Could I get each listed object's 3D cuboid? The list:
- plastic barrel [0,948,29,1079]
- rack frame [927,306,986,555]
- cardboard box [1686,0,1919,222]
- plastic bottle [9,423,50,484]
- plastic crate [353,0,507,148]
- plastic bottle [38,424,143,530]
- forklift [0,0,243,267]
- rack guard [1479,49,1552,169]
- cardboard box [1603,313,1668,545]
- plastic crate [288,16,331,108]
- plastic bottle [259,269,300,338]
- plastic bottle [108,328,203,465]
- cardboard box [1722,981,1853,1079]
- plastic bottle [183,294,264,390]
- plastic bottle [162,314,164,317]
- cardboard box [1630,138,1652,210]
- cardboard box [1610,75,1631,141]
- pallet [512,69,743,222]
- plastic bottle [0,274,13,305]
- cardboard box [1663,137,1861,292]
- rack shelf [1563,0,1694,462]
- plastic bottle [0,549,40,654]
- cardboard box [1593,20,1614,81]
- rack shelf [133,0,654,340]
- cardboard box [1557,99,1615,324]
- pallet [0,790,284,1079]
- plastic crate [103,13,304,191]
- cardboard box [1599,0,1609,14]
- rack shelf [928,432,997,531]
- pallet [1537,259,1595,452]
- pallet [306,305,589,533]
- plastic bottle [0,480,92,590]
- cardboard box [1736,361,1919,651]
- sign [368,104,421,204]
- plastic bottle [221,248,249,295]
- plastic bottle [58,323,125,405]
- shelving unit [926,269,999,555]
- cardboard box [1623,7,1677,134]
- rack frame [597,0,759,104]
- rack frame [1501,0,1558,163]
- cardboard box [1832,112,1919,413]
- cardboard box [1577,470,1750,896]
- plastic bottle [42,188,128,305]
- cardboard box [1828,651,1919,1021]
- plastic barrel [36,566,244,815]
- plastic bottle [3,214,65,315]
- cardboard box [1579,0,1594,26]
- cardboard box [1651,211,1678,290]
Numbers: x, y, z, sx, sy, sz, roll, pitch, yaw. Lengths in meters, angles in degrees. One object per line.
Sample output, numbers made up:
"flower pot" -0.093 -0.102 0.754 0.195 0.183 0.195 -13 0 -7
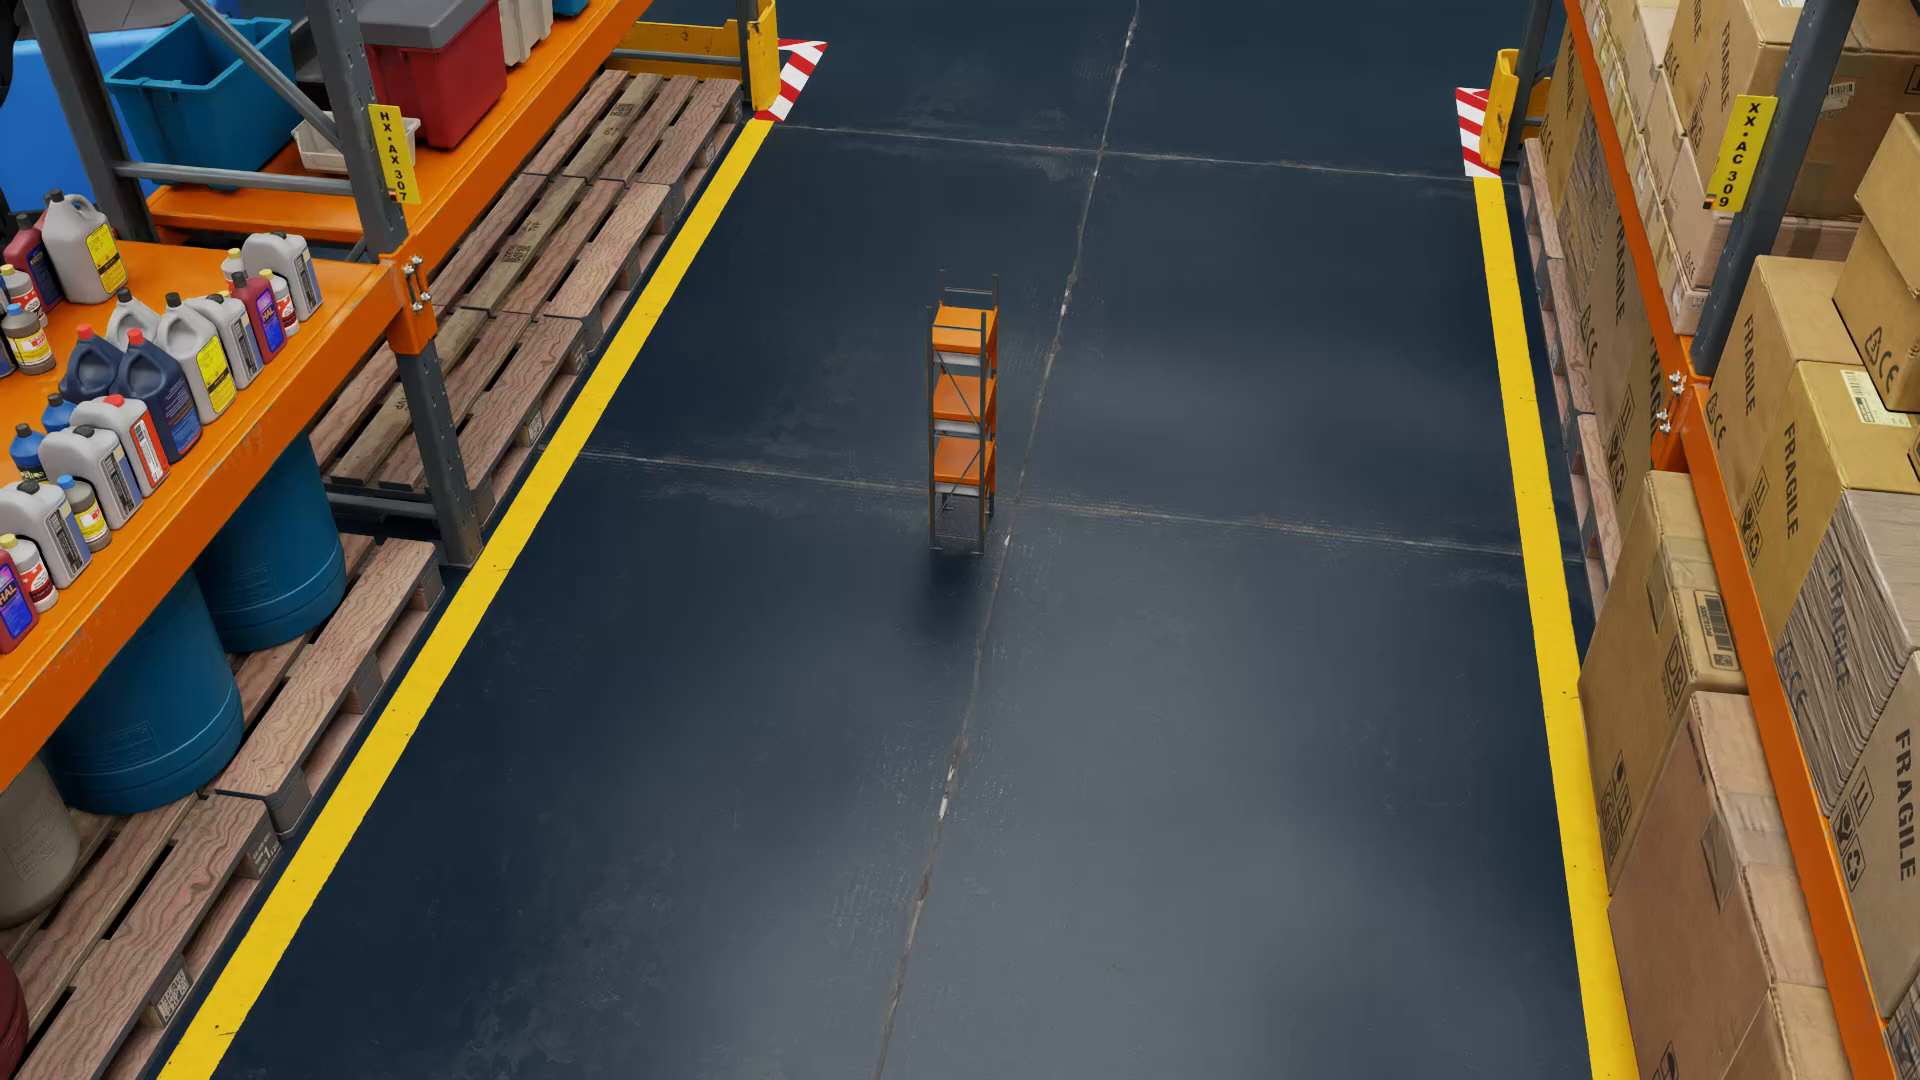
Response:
"plastic barrel" -2.707 1.123 4.101 0.600 0.588 0.708 6 40 8
"rack frame" -0.012 -0.362 5.863 0.200 1.050 0.008 6 40 8
"cardboard box" 2.417 -1.255 4.710 0.500 0.500 0.500 7 40 9
"plastic bottle" -2.327 -0.177 4.211 0.097 0.271 0.097 0 40 0
"plastic crate" -1.876 -1.718 5.877 0.402 0.464 0.583 6 40 8
"plastic bottle" -2.201 -0.177 4.207 0.152 0.276 0.135 6 40 8
"forklift" -4.879 -2.623 7.122 3.031 2.935 1.130 -9 40 -11
"rack guard" 3.297 -2.153 8.462 1.175 0.500 0.348 6 40 8
"cardboard box" 2.794 -0.340 5.645 0.875 0.875 0.875 6 40 8
"plastic crate" -2.349 -1.787 6.226 0.437 0.125 0.590 6 40 8
"plastic bottle" -2.021 -0.702 4.901 0.097 0.201 0.097 0 40 0
"plastic bottle" -2.146 -0.390 4.406 0.144 0.351 0.185 6 40 8
"cardboard box" 2.210 1.587 3.315 1.225 0.875 0.875 7 40 8
"plastic bottle" -2.091 -0.577 4.692 0.152 0.276 0.135 6 40 8
"plastic bottle" -2.217 -0.551 4.718 0.097 0.201 0.097 0 40 0
"cardboard box" 2.464 -1.206 5.552 0.380 0.149 0.250 7 40 9
"cardboard box" 2.553 -1.529 5.942 0.380 0.149 0.250 6 40 7
"pallet" -1.766 -2.060 8.576 1.003 0.211 1.213 6 40 8
"plastic bottle" -2.803 -0.686 4.826 0.097 0.271 0.097 0 40 0
"cardboard box" 2.418 -0.954 4.934 0.500 0.250 0.500 6 40 7
"rack shelf" 2.947 -1.569 6.359 1.077 0.370 4.000 6 40 8
"plastic bottle" -2.236 0.116 3.847 0.061 0.283 0.133 6 40 8
"cardboard box" 2.641 -1.853 6.334 0.380 0.149 0.250 5 40 7
"rack shelf" -1.932 -2.115 7.019 1.077 0.370 4.000 6 40 8
"cardboard box" 3.103 -1.463 7.004 0.875 0.875 0.875 6 40 8
"pallet" -2.661 1.185 4.651 1.003 0.211 1.213 6 40 8
"plastic crate" -2.533 -1.485 5.658 0.392 0.384 0.575 6 40 8
"cardboard box" 2.770 -2.245 6.496 0.500 0.250 0.500 5 40 6
"rack shelf" 0.009 -0.216 6.140 0.215 0.259 0.240 6 40 8
"pallet" 3.018 -0.753 6.995 1.003 0.211 1.213 6 40 8
"pallet" -2.189 -0.529 6.724 1.003 0.211 1.213 6 40 8
"plastic bottle" -2.241 -0.031 4.031 0.152 0.276 0.135 6 40 8
"cardboard box" 2.189 -0.053 3.882 0.500 0.500 0.500 6 40 8
"sign" -1.736 -1.182 5.109 0.100 0.325 0.005 6 40 8
"plastic bottle" -2.154 -0.780 4.995 0.097 0.201 0.097 0 40 0
"plastic bottle" -2.288 -0.405 4.425 0.144 0.351 0.185 6 40 8
"shelving unit" 0.009 -0.438 5.956 0.215 1.050 0.252 6 40 8
"cardboard box" 2.594 -1.600 5.715 0.500 0.250 0.500 7 40 9
"rack frame" -1.585 -3.648 8.308 1.000 3.000 0.127 6 40 8
"rack frame" 3.293 -3.102 7.648 1.000 3.000 0.127 6 40 8
"cardboard box" 2.498 -0.615 3.774 0.797 0.503 0.637 5 40 7
"cardboard box" 2.510 0.469 4.666 1.225 0.875 0.875 7 40 8
"plastic bottle" -2.665 -0.908 5.033 0.144 0.351 0.185 6 40 8
"cardboard box" 2.017 0.586 3.109 0.500 0.500 0.500 7 40 9
"plastic barrel" -2.511 0.293 4.858 0.600 0.901 0.708 6 40 8
"plastic bottle" -2.784 -0.826 4.986 0.061 0.283 0.133 6 40 8
"cardboard box" 2.730 -2.173 6.722 0.380 0.149 0.250 6 40 7
"cardboard box" 2.375 -0.884 5.162 0.380 0.149 0.250 7 40 9
